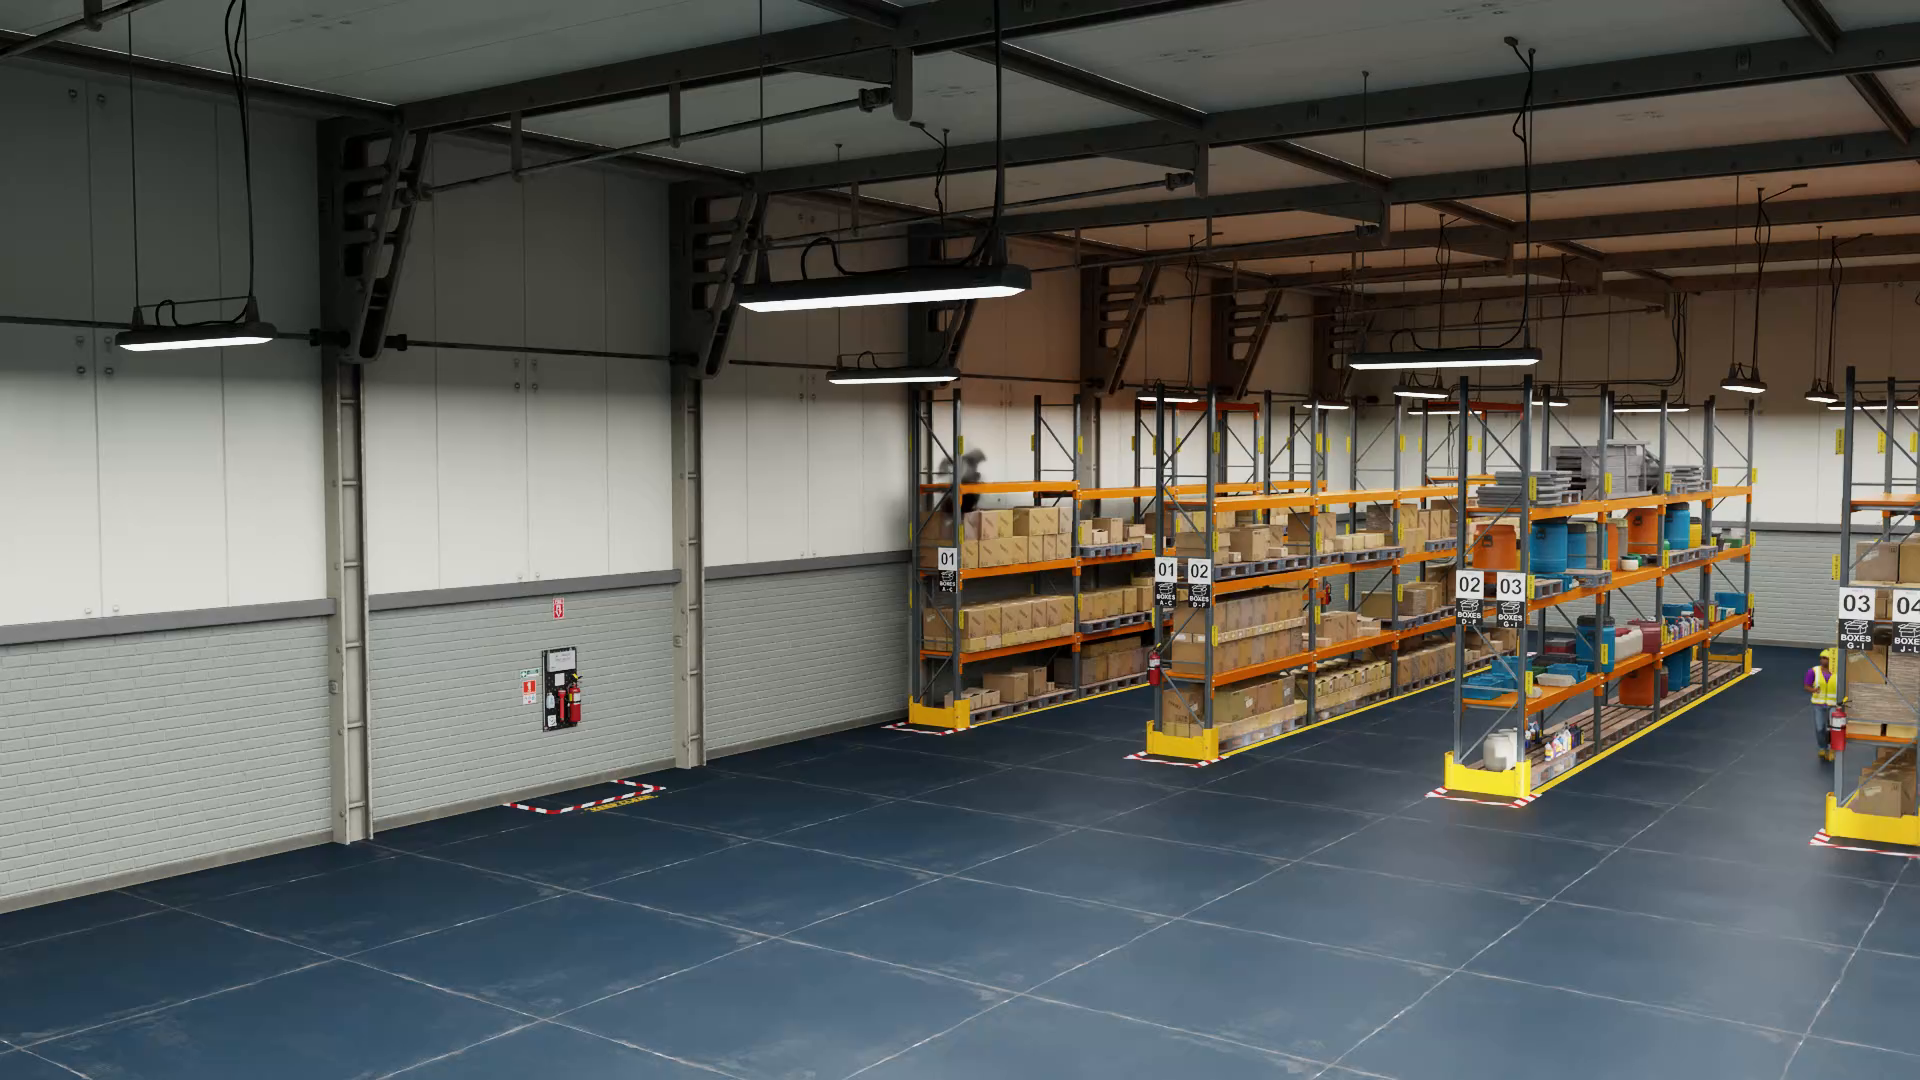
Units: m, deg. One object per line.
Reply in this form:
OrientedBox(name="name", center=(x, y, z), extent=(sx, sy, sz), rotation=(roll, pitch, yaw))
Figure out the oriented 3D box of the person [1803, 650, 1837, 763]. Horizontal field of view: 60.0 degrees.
OrientedBox(name="person", center=(13.715, 2.622, 26.318), extent=(0.672, 1.777, 0.703), rotation=(2, 4, 34))
